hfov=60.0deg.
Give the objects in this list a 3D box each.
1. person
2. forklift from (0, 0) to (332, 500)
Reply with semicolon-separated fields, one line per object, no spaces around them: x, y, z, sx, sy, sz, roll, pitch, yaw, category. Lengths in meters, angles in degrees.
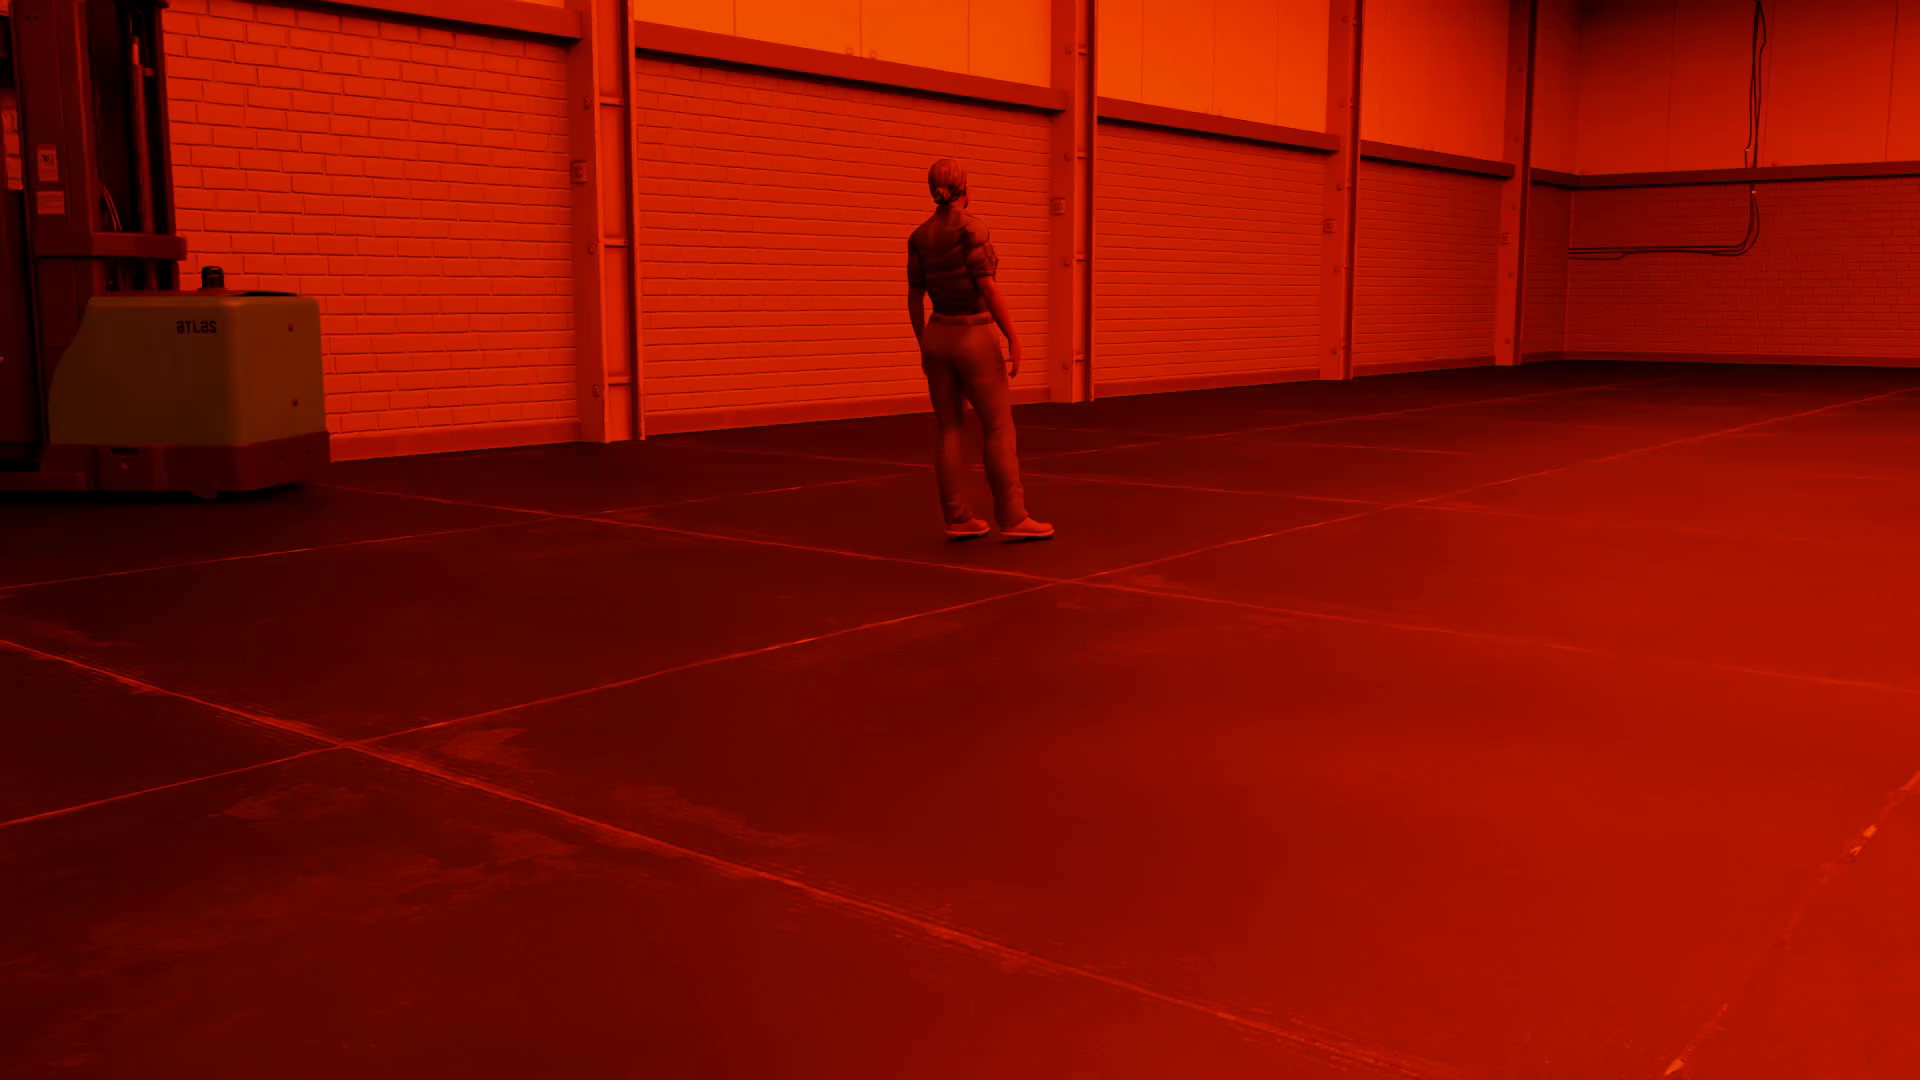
0.071;-0.834;7.339;0.569;1.654;0.504;7;11;38;person
-5.153;-1.719;9.028;3.031;2.935;1.130;1;8;4;forklift
